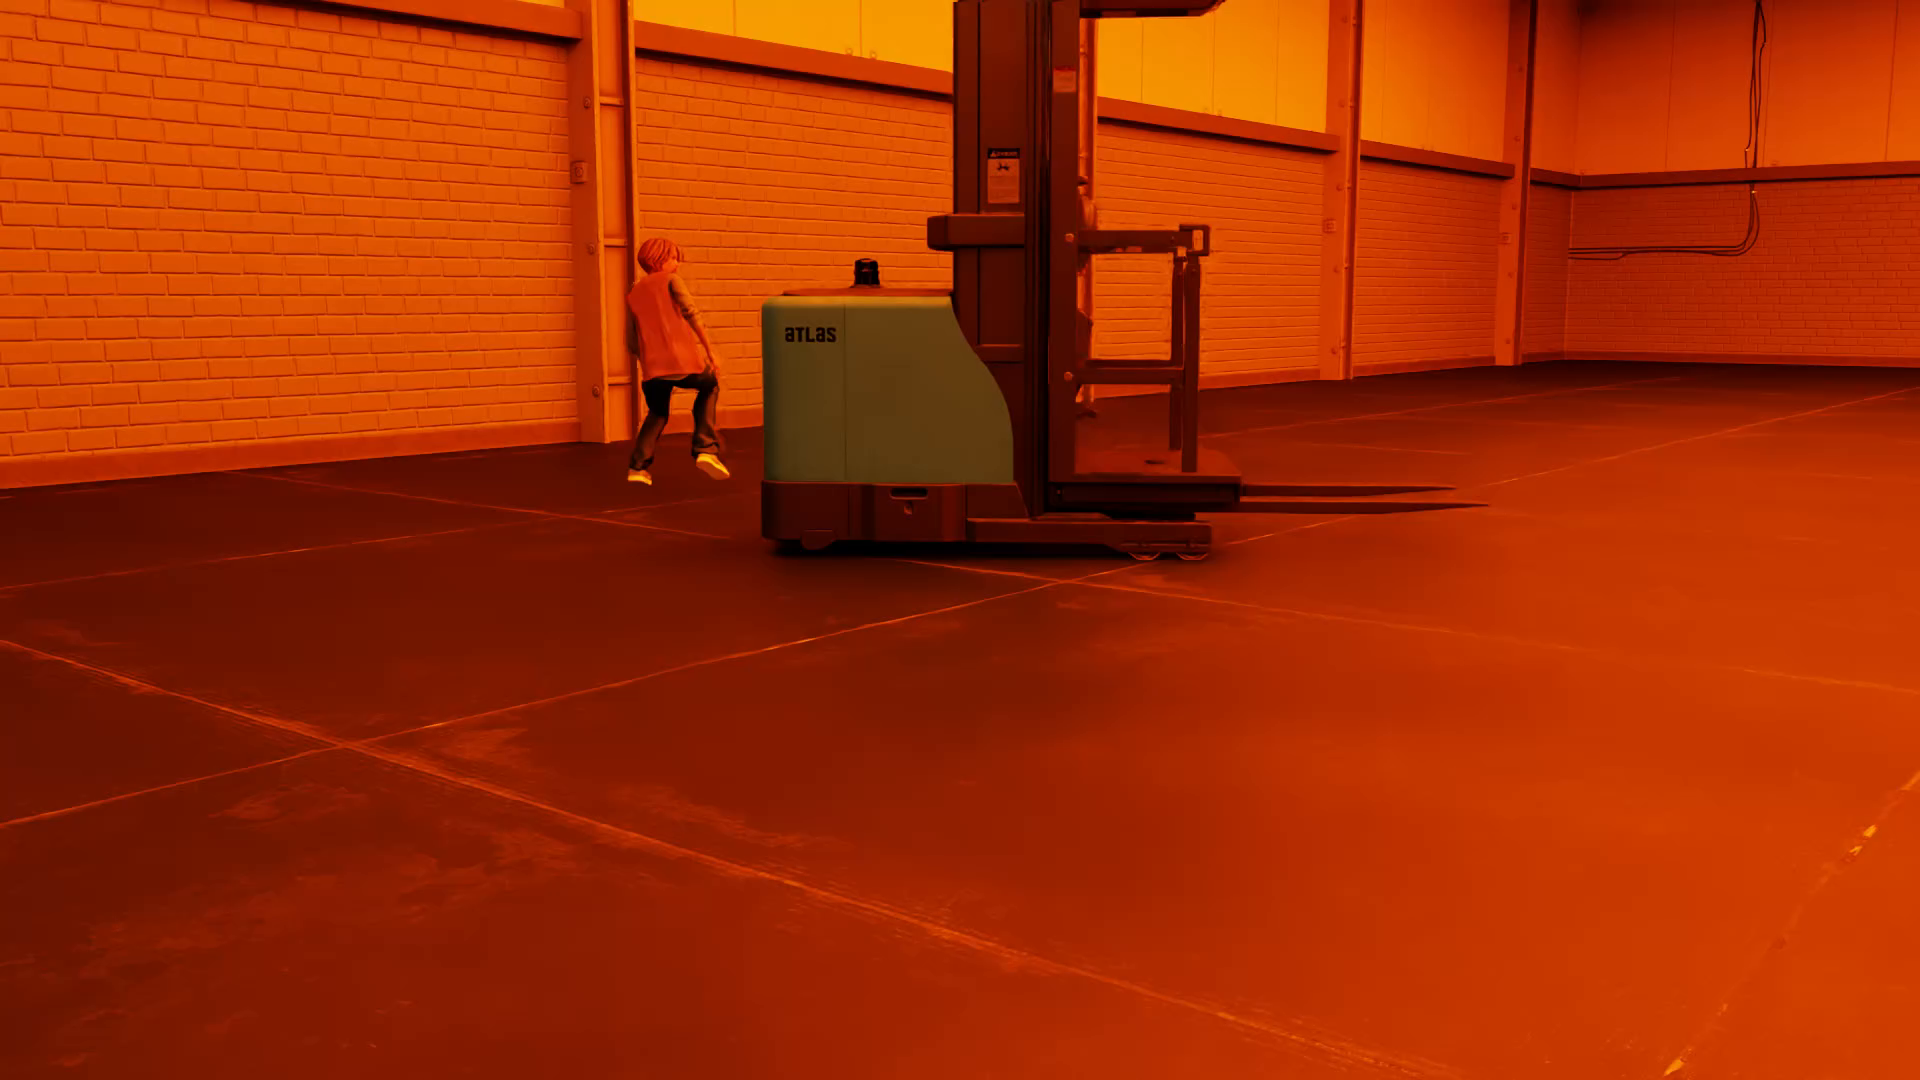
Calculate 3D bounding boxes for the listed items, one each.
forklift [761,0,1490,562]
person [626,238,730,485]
[{"bbox_3d":[0.707,-1.441,7.133,3.031,2.935,1.130,1,8,4],"label":"forklift"},{"bbox_3d":[-1.546,-0.980,9.177,0.649,1.356,0.641,2,8,12],"label":"person"}]
